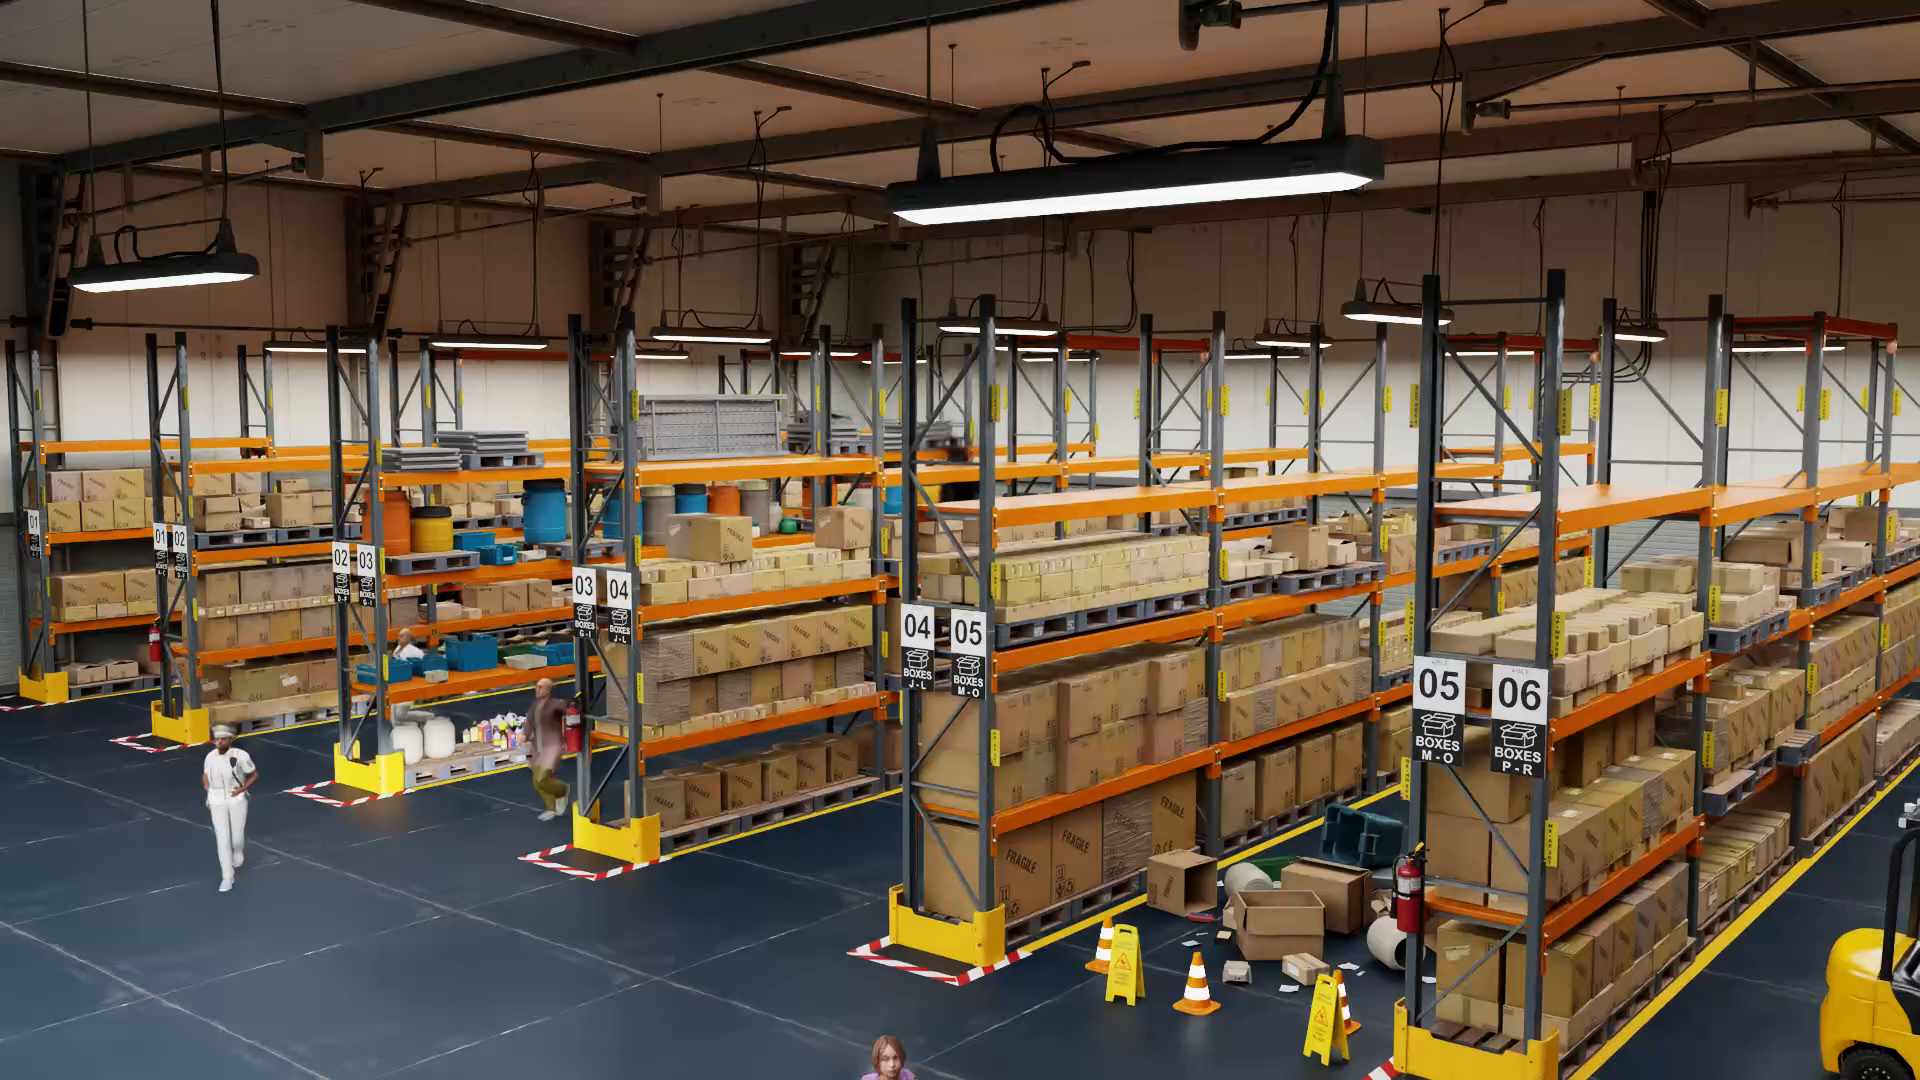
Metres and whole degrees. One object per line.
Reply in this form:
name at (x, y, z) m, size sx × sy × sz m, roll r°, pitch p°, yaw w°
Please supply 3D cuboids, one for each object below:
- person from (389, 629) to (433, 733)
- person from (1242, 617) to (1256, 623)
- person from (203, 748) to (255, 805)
person at (-8.002, 2.144, 24.101) m, size 0.712 × 1.739 × 0.652 m, roll 3°, pitch 6°, yaw 34°
person at (4.448, 1.535, 25.776) m, size 0.343 × 0.804 × 0.329 m, roll 3°, pitch 6°, yaw 34°
person at (-7.679, 2.454, 17.424) m, size 0.522 × 0.584 × 0.368 m, roll -1°, pitch 5°, yaw -13°
